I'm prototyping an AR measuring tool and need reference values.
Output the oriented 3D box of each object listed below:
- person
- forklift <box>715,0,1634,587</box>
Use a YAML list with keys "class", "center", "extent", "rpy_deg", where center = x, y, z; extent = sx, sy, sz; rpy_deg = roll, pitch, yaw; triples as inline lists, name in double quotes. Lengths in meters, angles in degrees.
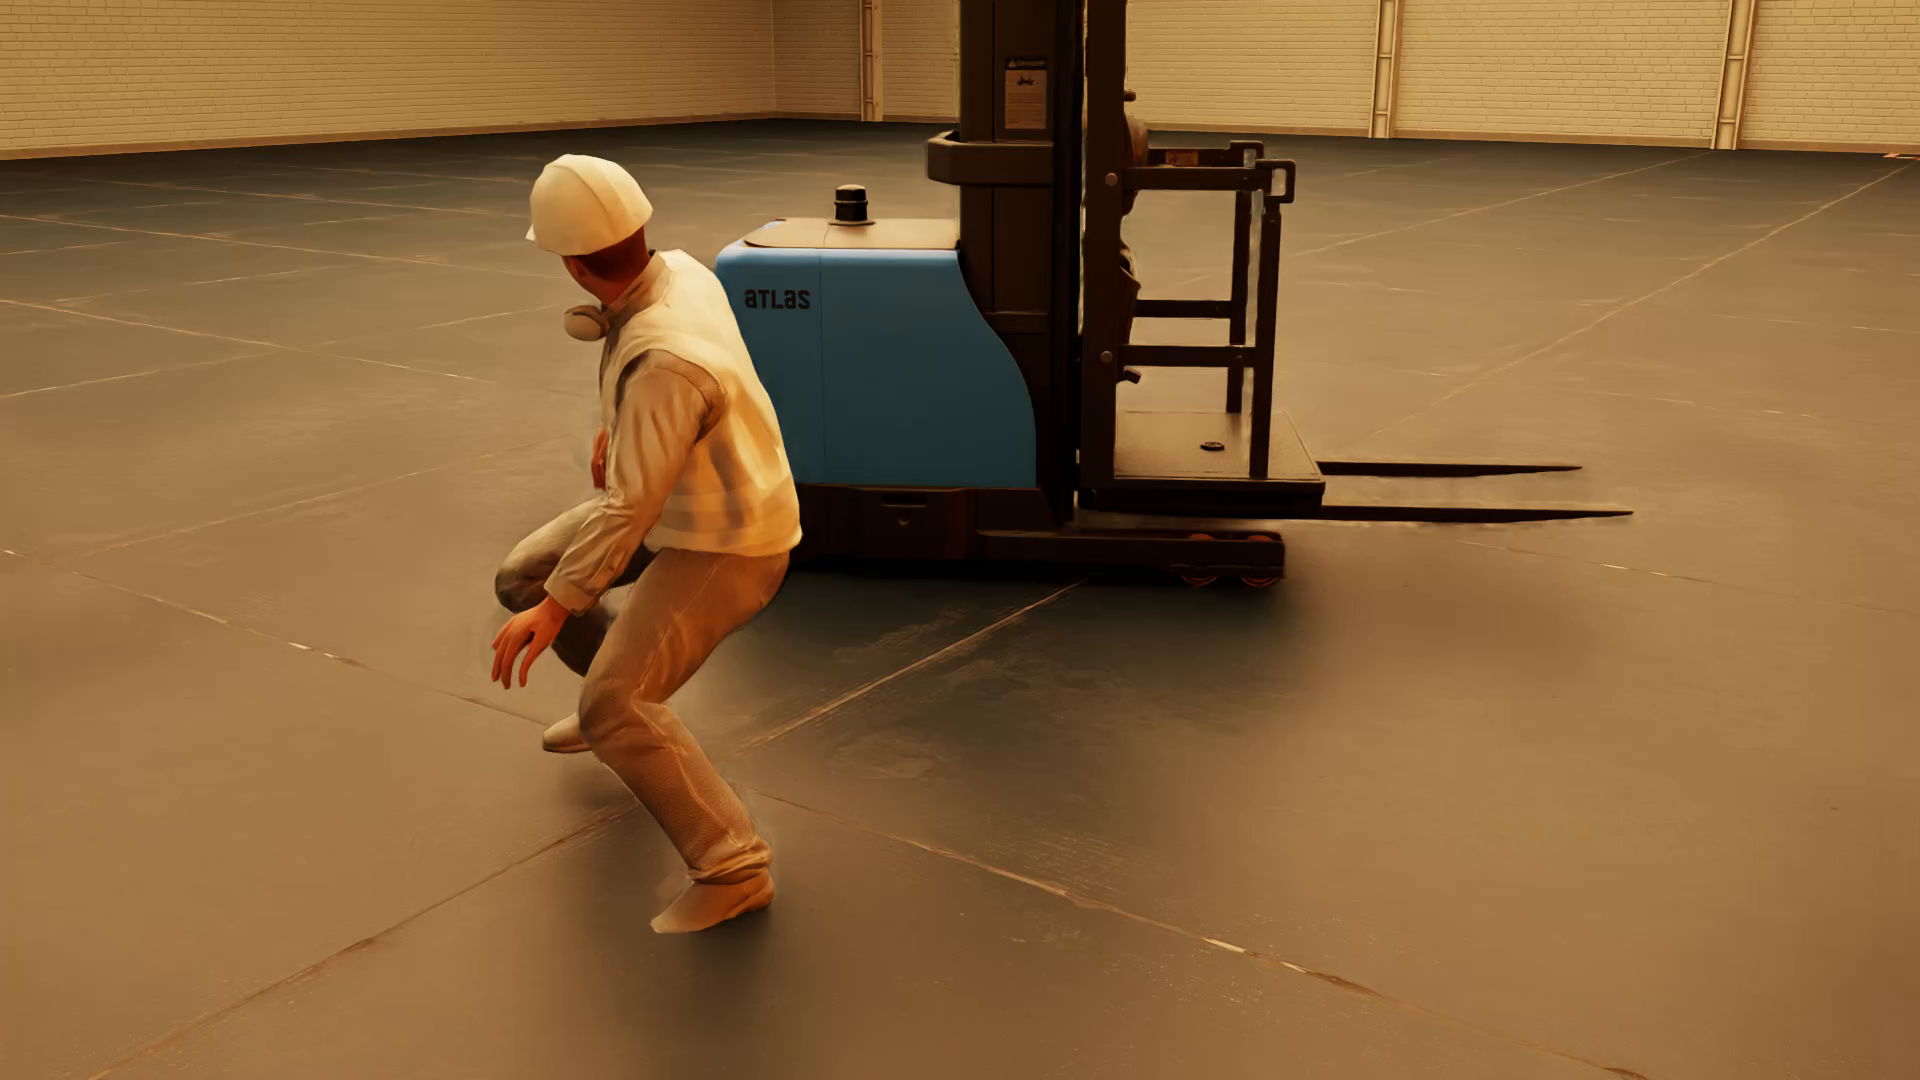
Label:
- class: "person"
  center: [-0.670, -0.027, 3.510]
  extent: [0.691, 1.548, 0.881]
  rpy_deg: [-6, 18, -18]
- class: "forklift"
  center: [0.737, -1.411, 5.550]
  extent: [3.031, 2.935, 1.130]
  rpy_deg: [1, 17, 4]
